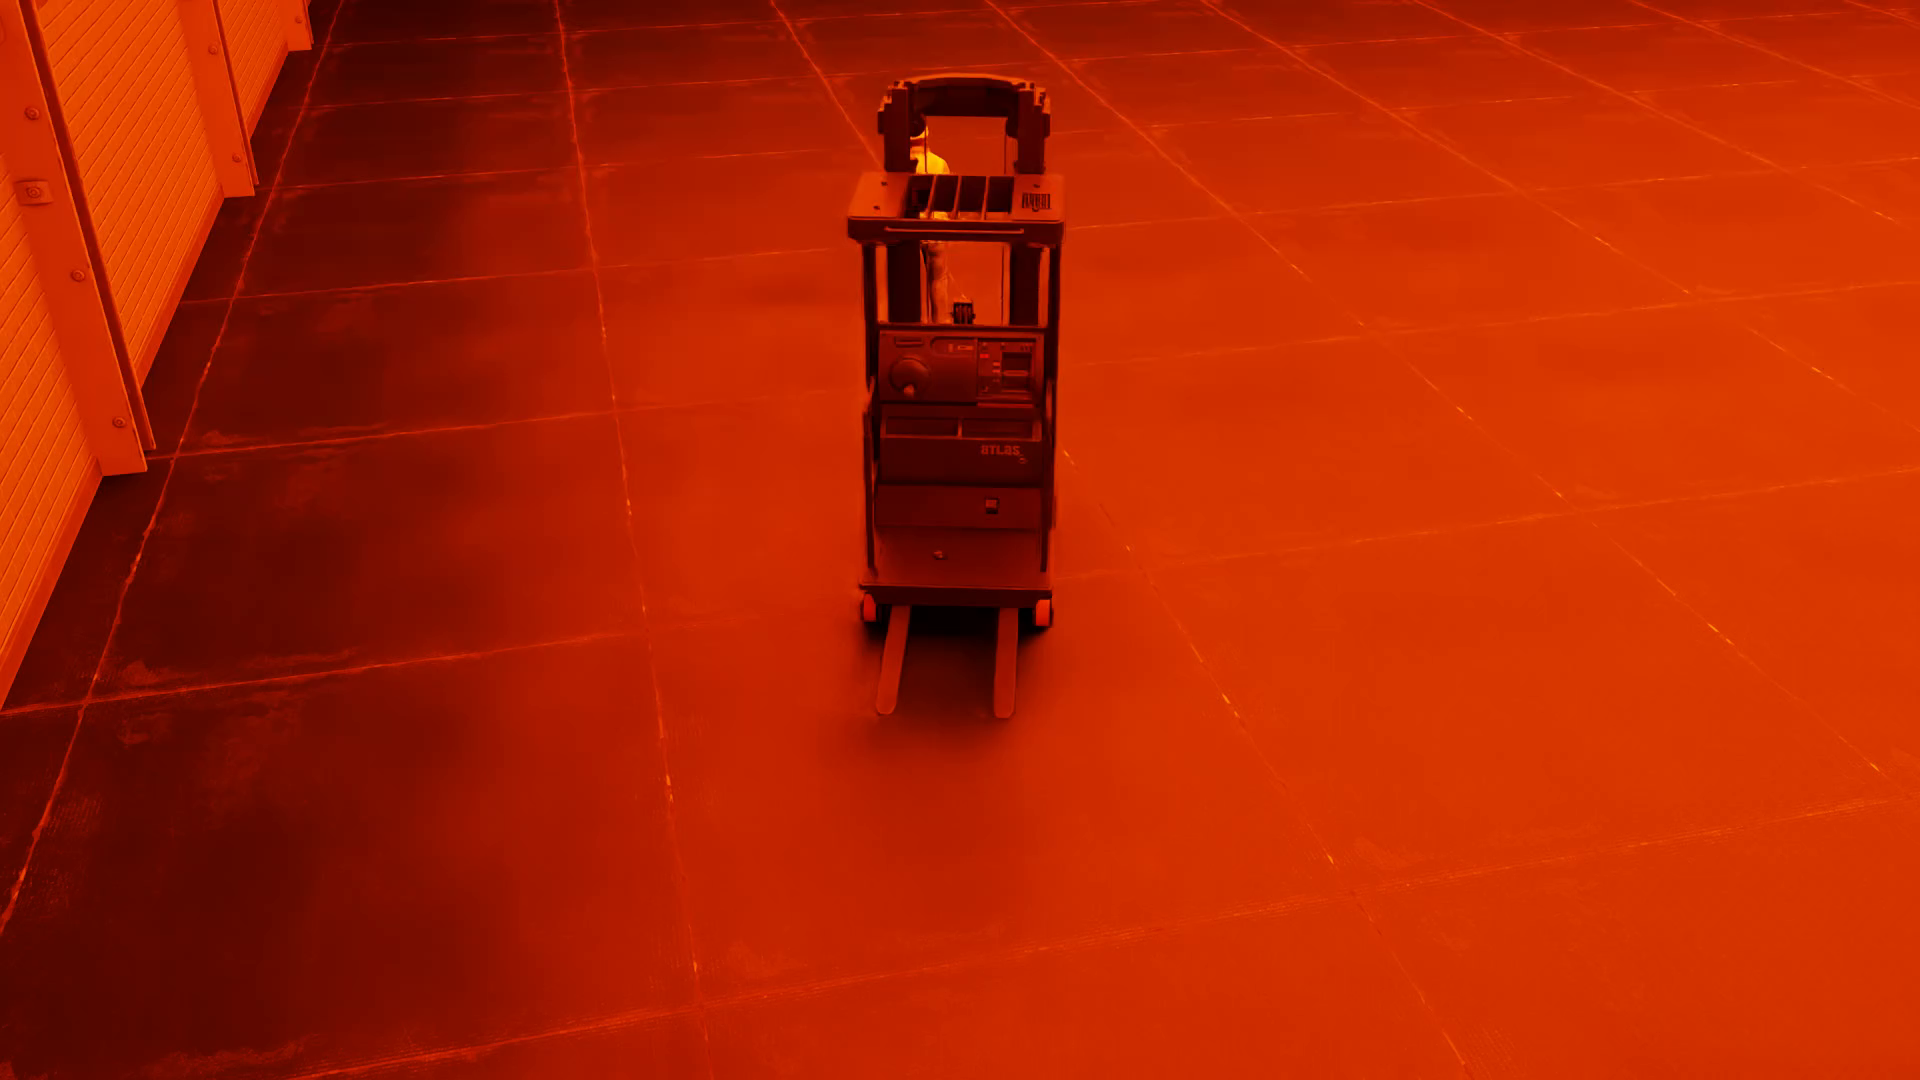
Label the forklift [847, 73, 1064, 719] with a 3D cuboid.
[{"bbox_3d":[-0.004,-0.931,9.184,1.130,2.935,3.031,2,30,3],"label":"forklift"}]

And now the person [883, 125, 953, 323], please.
[{"bbox_3d":[-0.324,-2.398,12.877,0.579,1.769,0.467,-3,30,-5],"label":"person"}]
